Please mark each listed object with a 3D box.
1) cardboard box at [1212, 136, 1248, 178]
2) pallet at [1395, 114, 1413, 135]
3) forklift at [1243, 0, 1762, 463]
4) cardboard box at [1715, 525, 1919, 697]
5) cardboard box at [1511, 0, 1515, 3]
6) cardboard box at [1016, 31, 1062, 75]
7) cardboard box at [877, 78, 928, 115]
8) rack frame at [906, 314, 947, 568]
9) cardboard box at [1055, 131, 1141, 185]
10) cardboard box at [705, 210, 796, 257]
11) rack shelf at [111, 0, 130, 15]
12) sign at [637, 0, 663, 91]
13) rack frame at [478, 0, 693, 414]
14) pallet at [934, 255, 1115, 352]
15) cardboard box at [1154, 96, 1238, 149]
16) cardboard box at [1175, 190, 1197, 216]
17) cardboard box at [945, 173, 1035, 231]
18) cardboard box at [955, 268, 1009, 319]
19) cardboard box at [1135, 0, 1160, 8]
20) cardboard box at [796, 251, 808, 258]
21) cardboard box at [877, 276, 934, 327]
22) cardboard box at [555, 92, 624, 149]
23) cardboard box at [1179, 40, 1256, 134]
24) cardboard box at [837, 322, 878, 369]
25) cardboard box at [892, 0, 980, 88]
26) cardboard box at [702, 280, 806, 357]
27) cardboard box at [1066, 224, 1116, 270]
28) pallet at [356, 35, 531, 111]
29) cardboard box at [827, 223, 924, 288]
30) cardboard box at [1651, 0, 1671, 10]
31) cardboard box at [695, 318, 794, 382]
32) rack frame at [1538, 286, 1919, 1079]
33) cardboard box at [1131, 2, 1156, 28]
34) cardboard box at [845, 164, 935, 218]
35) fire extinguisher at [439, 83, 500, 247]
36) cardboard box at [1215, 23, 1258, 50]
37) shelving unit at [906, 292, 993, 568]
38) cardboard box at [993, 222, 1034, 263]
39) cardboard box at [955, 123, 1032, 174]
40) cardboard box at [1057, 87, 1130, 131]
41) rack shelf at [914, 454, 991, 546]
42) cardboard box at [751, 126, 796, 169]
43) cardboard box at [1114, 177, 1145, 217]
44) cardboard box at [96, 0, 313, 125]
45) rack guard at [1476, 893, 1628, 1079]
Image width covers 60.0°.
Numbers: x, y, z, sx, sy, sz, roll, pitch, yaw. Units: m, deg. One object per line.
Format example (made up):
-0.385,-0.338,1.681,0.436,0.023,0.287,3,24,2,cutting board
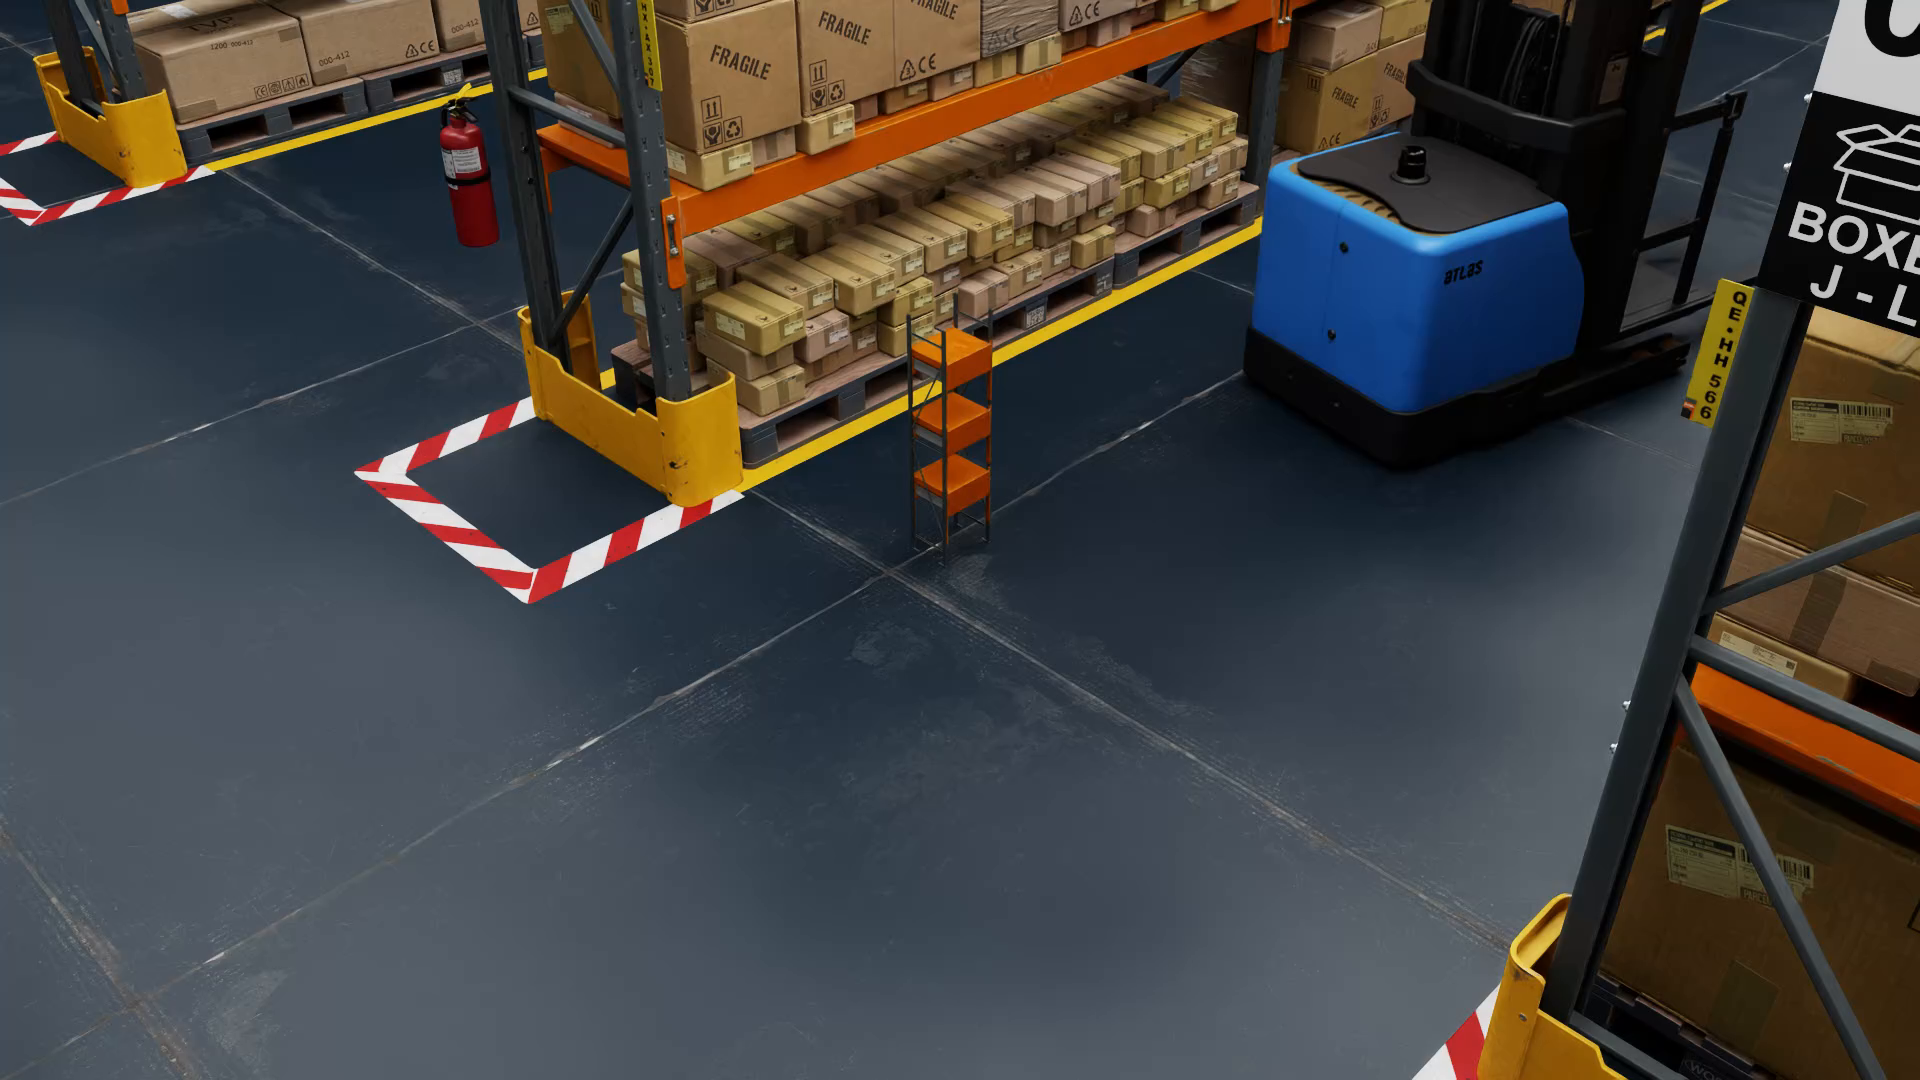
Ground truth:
1.334,-2.117,9.028,0.250,0.149,0.380,-29,44,-35,cardboard box
2.737,-2.918,10.750,1.003,0.211,1.213,30,45,35,pallet
2.841,-2.163,7.289,3.031,2.935,1.130,-20,39,-26,forklift
2.113,0.052,3.924,0.500,0.250,0.500,29,44,35,cardboard box
3.141,-3.215,10.556,0.500,0.500,0.500,27,43,33,cardboard box
0.244,-2.271,7.603,0.250,0.149,0.380,-29,44,-35,cardboard box
-0.356,-1.989,7.199,0.380,0.149,0.250,29,44,35,cardboard box
-0.124,-0.359,6.348,0.200,1.050,0.008,30,45,35,rack frame
0.704,-1.948,8.526,0.250,0.149,0.380,-28,44,-34,cardboard box
-0.985,-1.423,7.773,0.380,0.149,0.250,29,44,34,cardboard box
-3.663,-4.095,10.628,1.077,0.370,4.000,30,45,35,rack shelf
-1.103,-1.760,5.895,0.100,0.325,0.005,30,45,35,sign
-1.488,-1.624,6.456,1.000,3.000,0.127,30,45,35,rack frame
0.022,-1.319,8.457,1.003,0.211,1.213,30,45,35,pallet
1.264,-2.245,8.952,0.250,0.149,0.380,-29,44,-34,cardboard box
1.053,-1.882,8.952,0.250,0.149,0.380,-29,44,-34,cardboard box
0.144,-1.629,8.069,0.380,0.149,0.250,30,45,35,cardboard box
0.012,-1.221,8.004,0.380,0.149,0.250,27,43,33,cardboard box
0.823,-2.890,7.925,0.500,0.500,0.500,28,44,34,cardboard box
-0.692,-1.357,7.939,0.380,0.149,0.250,29,44,35,cardboard box
-0.337,-1.142,7.630,0.250,0.149,0.380,-28,44,-34,cardboard box
-1.459,-1.767,6.881,0.380,0.149,0.250,30,45,35,cardboard box
1.673,-2.797,9.956,0.500,0.500,0.500,29,44,35,cardboard box
-0.596,-0.953,7.620,0.250,0.149,0.380,-29,44,-35,cardboard box
-0.263,-2.279,7.048,0.500,0.500,0.500,-29,44,-35,cardboard box
-0.878,-0.947,7.090,0.380,0.149,0.250,27,43,33,cardboard box
0.566,-1.534,8.452,0.380,0.149,0.250,29,44,35,cardboard box
-3.705,-3.283,11.273,1.003,0.211,1.213,30,45,35,pallet
-0.385,-1.292,7.585,0.380,0.149,0.250,27,43,33,cardboard box
4.641,-4.332,11.939,1.050,0.750,0.750,29,44,35,cardboard box
-0.937,-0.858,7.223,0.250,0.149,0.380,-28,44,-34,cardboard box
1.960,0.416,3.531,1.000,3.000,0.127,30,45,35,rack frame
0.730,-2.624,8.111,0.380,0.149,0.250,28,44,34,cardboard box
-0.343,-1.696,8.165,0.380,0.149,0.250,28,44,34,cardboard box
-1.993,-1.523,6.705,0.296,0.674,0.183,30,45,35,fire extinguisher
1.675,-3.107,9.745,0.500,0.250,0.500,28,44,34,cardboard box
-0.038,-0.409,6.419,0.215,1.050,0.252,30,45,35,shelving unit
0.142,-1.520,8.173,0.250,0.149,0.380,-28,43,-34,cardboard box
0.156,-2.042,8.661,0.250,0.149,0.380,-29,44,-35,cardboard box
0.704,-2.350,9.103,0.250,0.149,0.380,-28,43,-34,cardboard box
-0.038,-0.172,6.584,0.215,0.259,0.240,30,45,35,rack shelf
-0.877,-1.640,6.699,0.250,0.149,0.380,-28,44,-34,cardboard box
0.729,-1.824,8.608,0.250,0.149,0.380,-29,44,-35,cardboard box
-4.678,-3.008,10.313,0.875,0.438,0.875,28,44,34,cardboard box
1.943,1.451,4.232,1.175,0.500,0.348,30,45,35,rack guard
